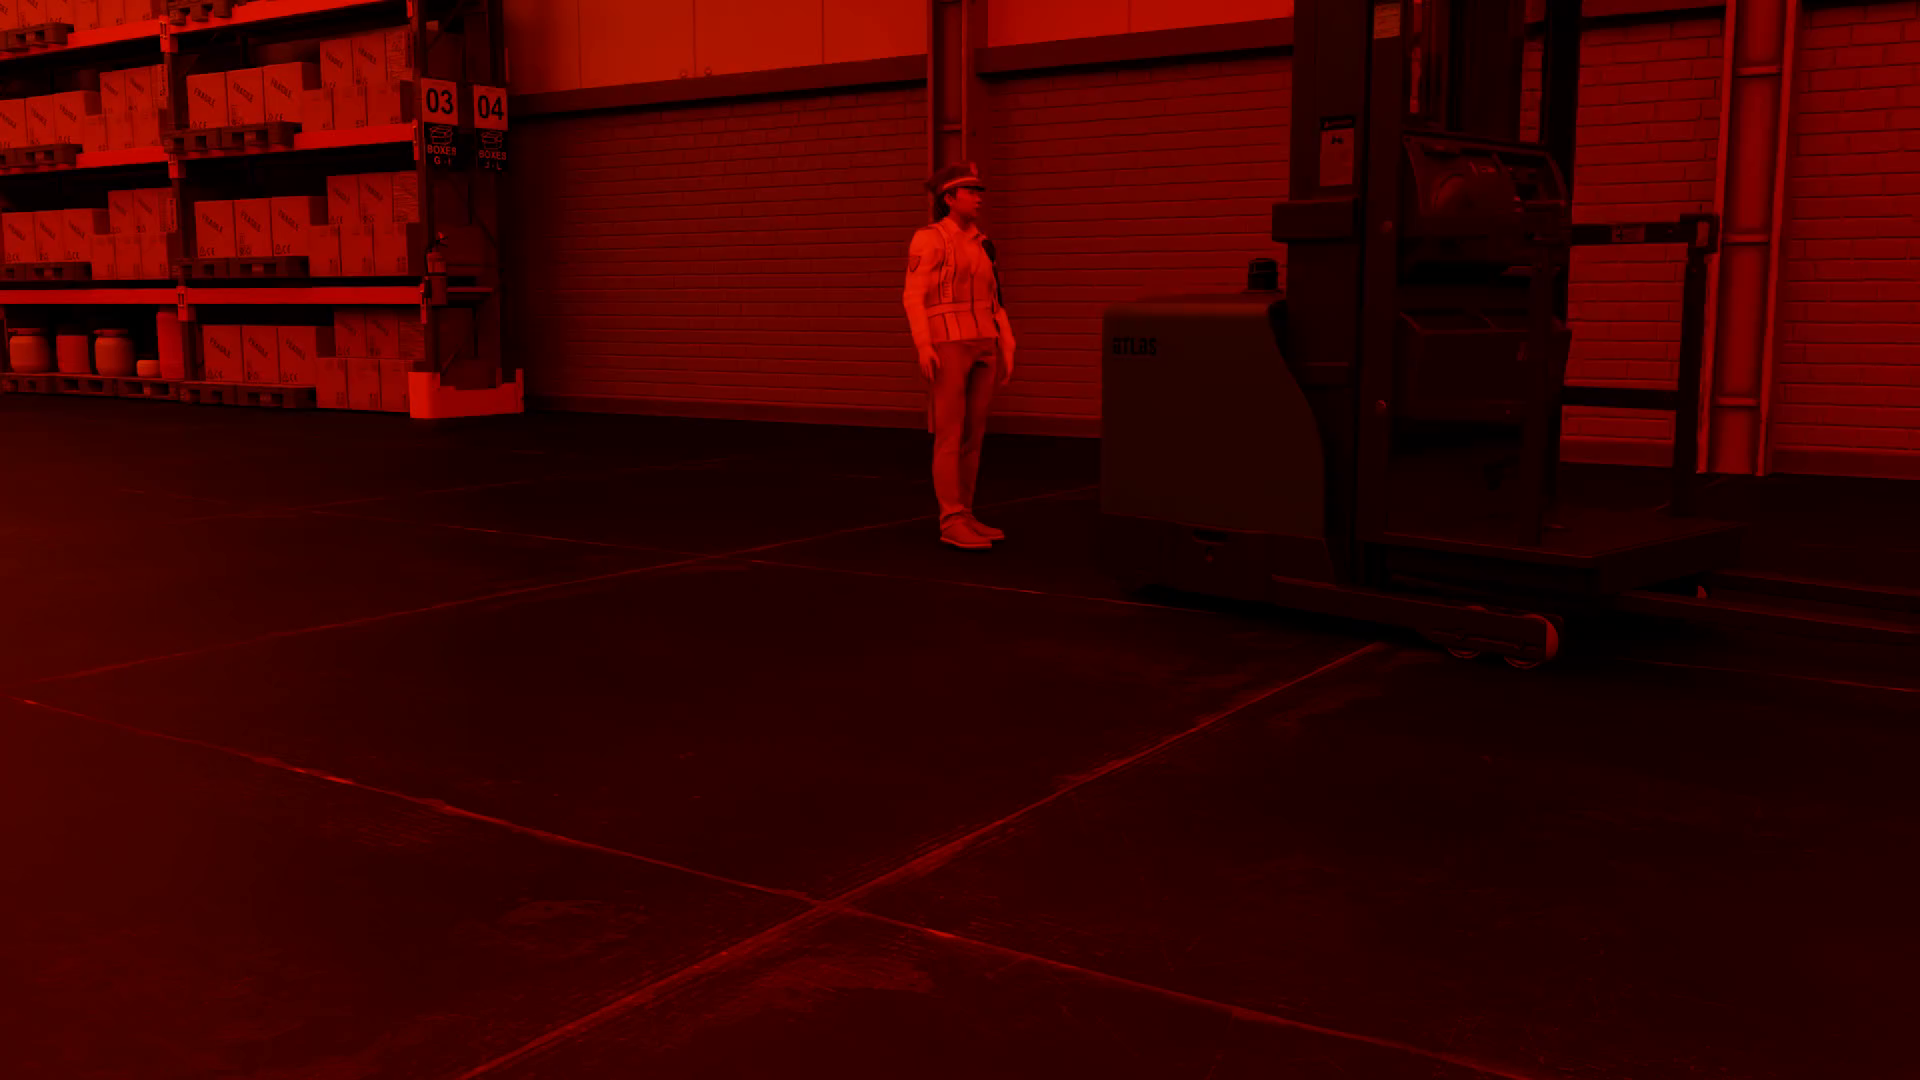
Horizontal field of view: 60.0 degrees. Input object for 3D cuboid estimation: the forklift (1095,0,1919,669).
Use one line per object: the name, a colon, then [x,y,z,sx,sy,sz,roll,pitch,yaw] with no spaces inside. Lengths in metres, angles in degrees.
forklift: [1.867,-1.149,5.272,1.130,2.935,3.031,-7,11,-42]

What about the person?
person: [0.067,-0.832,7.417,0.578,1.696,0.572,-7,11,-41]
